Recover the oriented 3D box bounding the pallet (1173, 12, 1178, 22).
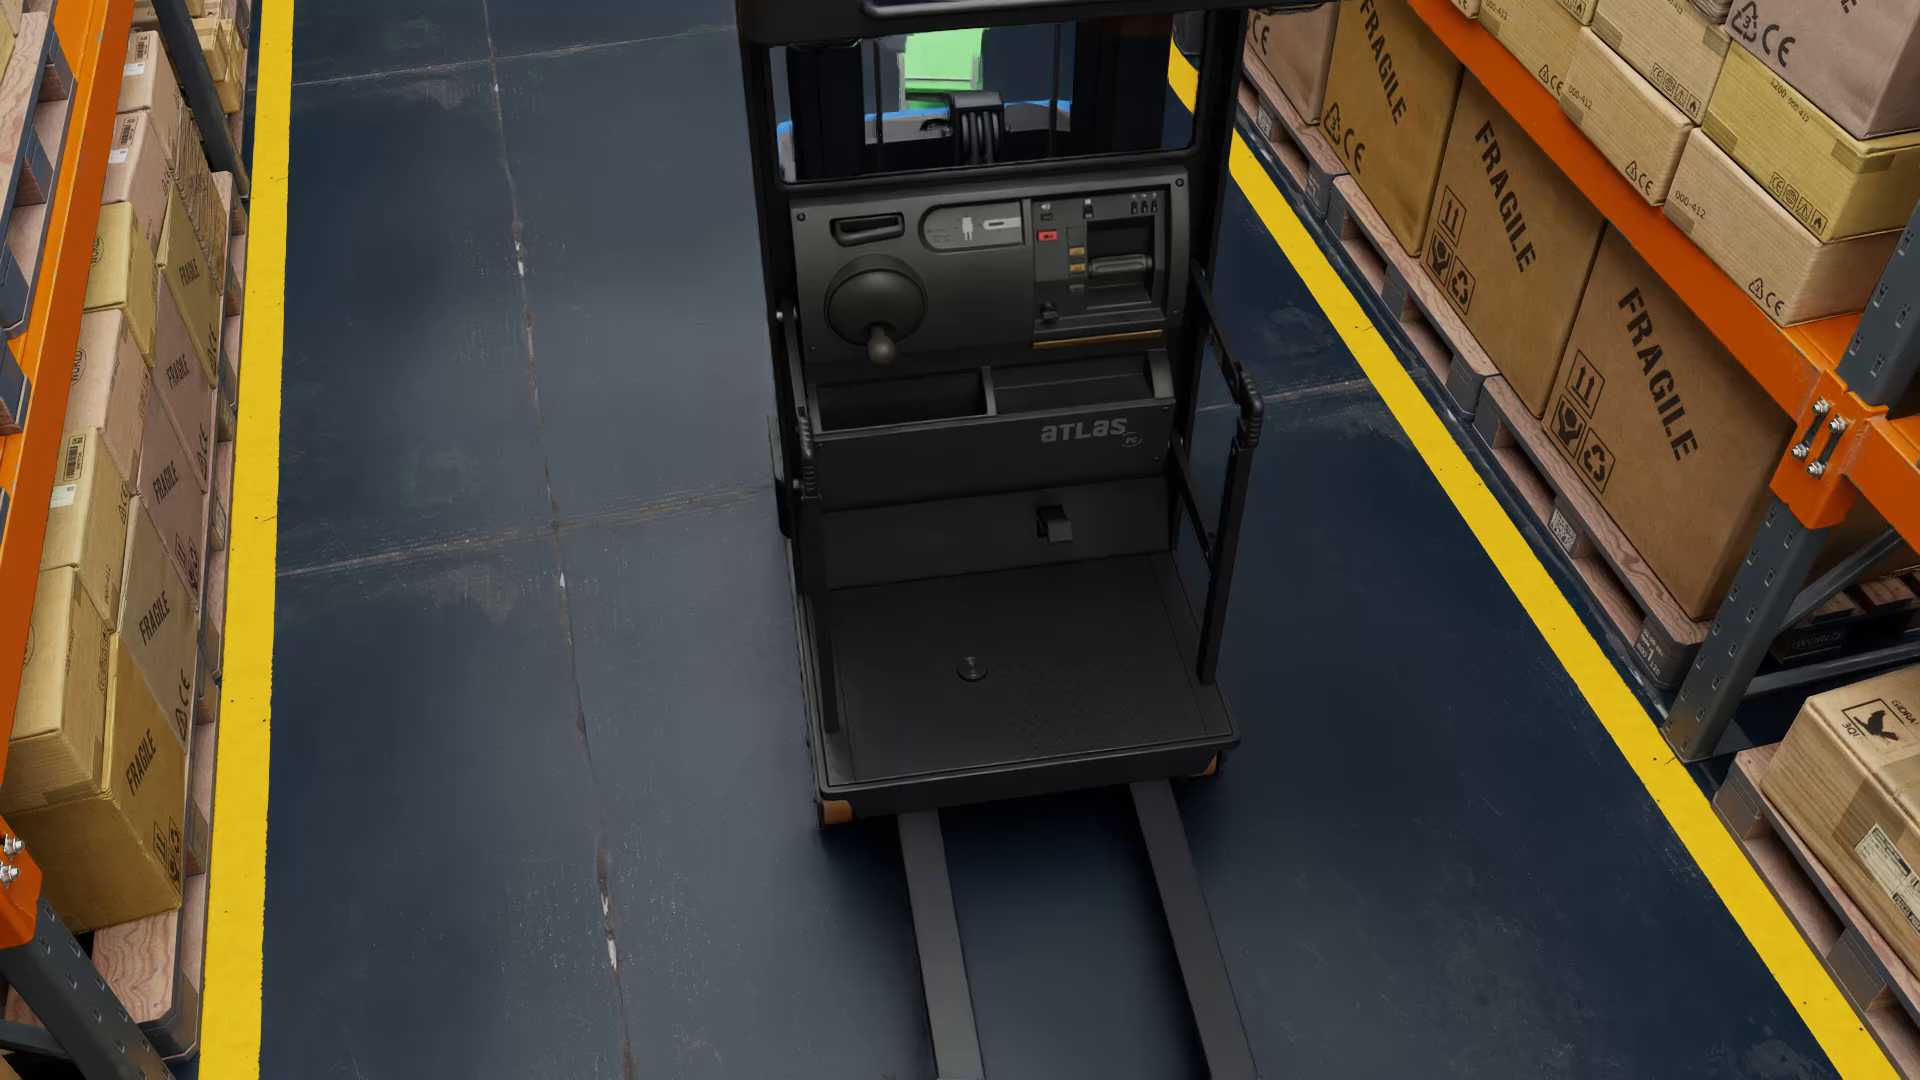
[{"bbox_3d":[1.336,-2.879,7.924,1.003,0.211,1.213,-11,47,-10],"label":"pallet"}]

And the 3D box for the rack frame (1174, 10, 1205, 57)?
[{"bbox_3d":[1.455,-3.316,6.400,1.000,3.000,0.127,-11,47,-10],"label":"rack frame"}]

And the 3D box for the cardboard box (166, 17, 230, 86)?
[{"bbox_3d":[-3.087,-1.903,6.509,0.380,0.149,0.250,-9,46,-8],"label":"cardboard box"}]

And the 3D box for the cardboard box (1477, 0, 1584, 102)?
[{"bbox_3d":[1.840,-1.504,4.729,0.500,0.250,0.500,-11,47,-11],"label":"cardboard box"}]

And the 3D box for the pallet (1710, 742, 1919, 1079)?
[{"bbox_3d":[2.678,0.961,4.160,1.003,0.211,1.213,-11,47,-10],"label":"pallet"}]

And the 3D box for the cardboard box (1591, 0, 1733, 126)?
[{"bbox_3d":[1.975,-1.318,4.197,0.500,0.250,0.500,-12,47,-11],"label":"cardboard box"}]

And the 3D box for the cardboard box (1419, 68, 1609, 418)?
[{"bbox_3d":[2.159,-1.066,5.389,0.875,0.875,0.875,-10,46,-10],"label":"cardboard box"}]

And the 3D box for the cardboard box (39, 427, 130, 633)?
[{"bbox_3d":[-2.352,0.015,4.066,0.500,0.250,0.500,-11,47,-11],"label":"cardboard box"}]

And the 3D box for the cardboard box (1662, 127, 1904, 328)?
[{"bbox_3d":[2.099,-0.804,4.042,0.500,0.250,0.500,-12,47,-12],"label":"cardboard box"}]

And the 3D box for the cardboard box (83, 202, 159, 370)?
[{"bbox_3d":[-2.601,-0.688,4.755,0.500,0.250,0.500,-13,47,-12],"label":"cardboard box"}]

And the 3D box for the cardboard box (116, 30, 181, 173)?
[{"bbox_3d":[-2.869,-1.408,5.461,0.500,0.250,0.500,-12,47,-11],"label":"cardboard box"}]

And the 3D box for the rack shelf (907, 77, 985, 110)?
[{"bbox_3d":[-0.057,-1.338,5.474,0.258,0.148,0.480,2,46,2],"label":"rack shelf"}]

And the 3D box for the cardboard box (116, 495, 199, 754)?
[{"bbox_3d":[-2.346,0.267,4.345,0.500,0.500,0.500,-10,46,-10],"label":"cardboard box"}]

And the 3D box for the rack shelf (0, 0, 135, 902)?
[{"bbox_3d":[-2.792,-0.709,4.348,1.077,0.370,4.000,-11,47,-10],"label":"rack shelf"}]

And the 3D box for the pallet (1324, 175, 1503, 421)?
[{"bbox_3d":[2.042,-0.977,6.060,1.003,0.211,1.213,-11,47,-10],"label":"pallet"}]

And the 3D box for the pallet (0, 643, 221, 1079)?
[{"bbox_3d":[-2.479,0.857,4.263,1.003,0.211,1.213,-11,47,-10],"label":"pallet"}]

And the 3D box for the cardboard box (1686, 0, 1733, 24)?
[{"bbox_3d":[1.955,-1.601,3.949,0.500,0.500,0.500,-10,46,-10],"label":"cardboard box"}]

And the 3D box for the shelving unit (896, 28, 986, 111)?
[{"bbox_3d":[-0.057,-1.215,5.600,0.258,1.200,0.503,2,46,2],"label":"shelving unit"}]

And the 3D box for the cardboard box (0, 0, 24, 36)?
[{"bbox_3d":[-2.741,-1.447,4.449,0.380,0.149,0.250,-13,47,-12],"label":"cardboard box"}]

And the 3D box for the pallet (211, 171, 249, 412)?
[{"bbox_3d":[-3.103,-0.828,5.914,1.003,0.211,1.213,-11,47,-10],"label":"pallet"}]

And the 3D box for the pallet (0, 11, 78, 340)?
[{"bbox_3d":[-2.826,-0.872,4.138,1.003,0.211,1.213,-11,47,-10],"label":"pallet"}]

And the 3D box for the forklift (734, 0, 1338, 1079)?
[{"bbox_3d":[0.114,-0.541,3.728,1.130,2.935,3.031,-6,46,-6],"label":"forklift"}]

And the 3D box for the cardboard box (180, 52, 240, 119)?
[{"bbox_3d":[-3.087,-1.801,6.616,0.380,0.149,0.250,-13,47,-12],"label":"cardboard box"}]

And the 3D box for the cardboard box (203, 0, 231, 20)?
[{"bbox_3d":[-3.269,-2.146,6.955,0.380,0.149,0.250,-11,47,-11],"label":"cardboard box"}]

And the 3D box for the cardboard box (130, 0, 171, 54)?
[{"bbox_3d":[-3.192,-1.974,6.370,0.380,0.149,0.250,-9,46,-9],"label":"cardboard box"}]

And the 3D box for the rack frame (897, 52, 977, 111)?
[{"bbox_3d":[-0.069,-1.040,5.430,0.240,1.200,0.015,2,46,2],"label":"rack frame"}]

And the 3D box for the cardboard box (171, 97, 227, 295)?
[{"bbox_3d":[-2.871,-1.148,5.731,0.500,0.500,0.500,-12,47,-11],"label":"cardboard box"}]

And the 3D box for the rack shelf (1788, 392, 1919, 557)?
[{"bbox_3d":[2.991,1.078,2.597,1.077,0.370,4.000,-11,47,-10],"label":"rack shelf"}]

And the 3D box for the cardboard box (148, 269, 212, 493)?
[{"bbox_3d":[-2.613,-0.439,5.036,0.500,0.500,0.500,-12,47,-11],"label":"cardboard box"}]

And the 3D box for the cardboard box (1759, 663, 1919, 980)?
[{"bbox_3d":[2.614,0.610,4.098,0.950,0.372,0.625,-14,47,-13],"label":"cardboard box"}]

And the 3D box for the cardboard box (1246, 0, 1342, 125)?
[{"bbox_3d":[1.691,-2.306,6.603,0.875,0.875,0.875,-9,46,-9],"label":"cardboard box"}]

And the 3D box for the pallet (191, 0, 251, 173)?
[{"bbox_3d":[-3.510,-1.823,6.888,1.003,0.211,1.213,-11,47,-10],"label":"pallet"}]
